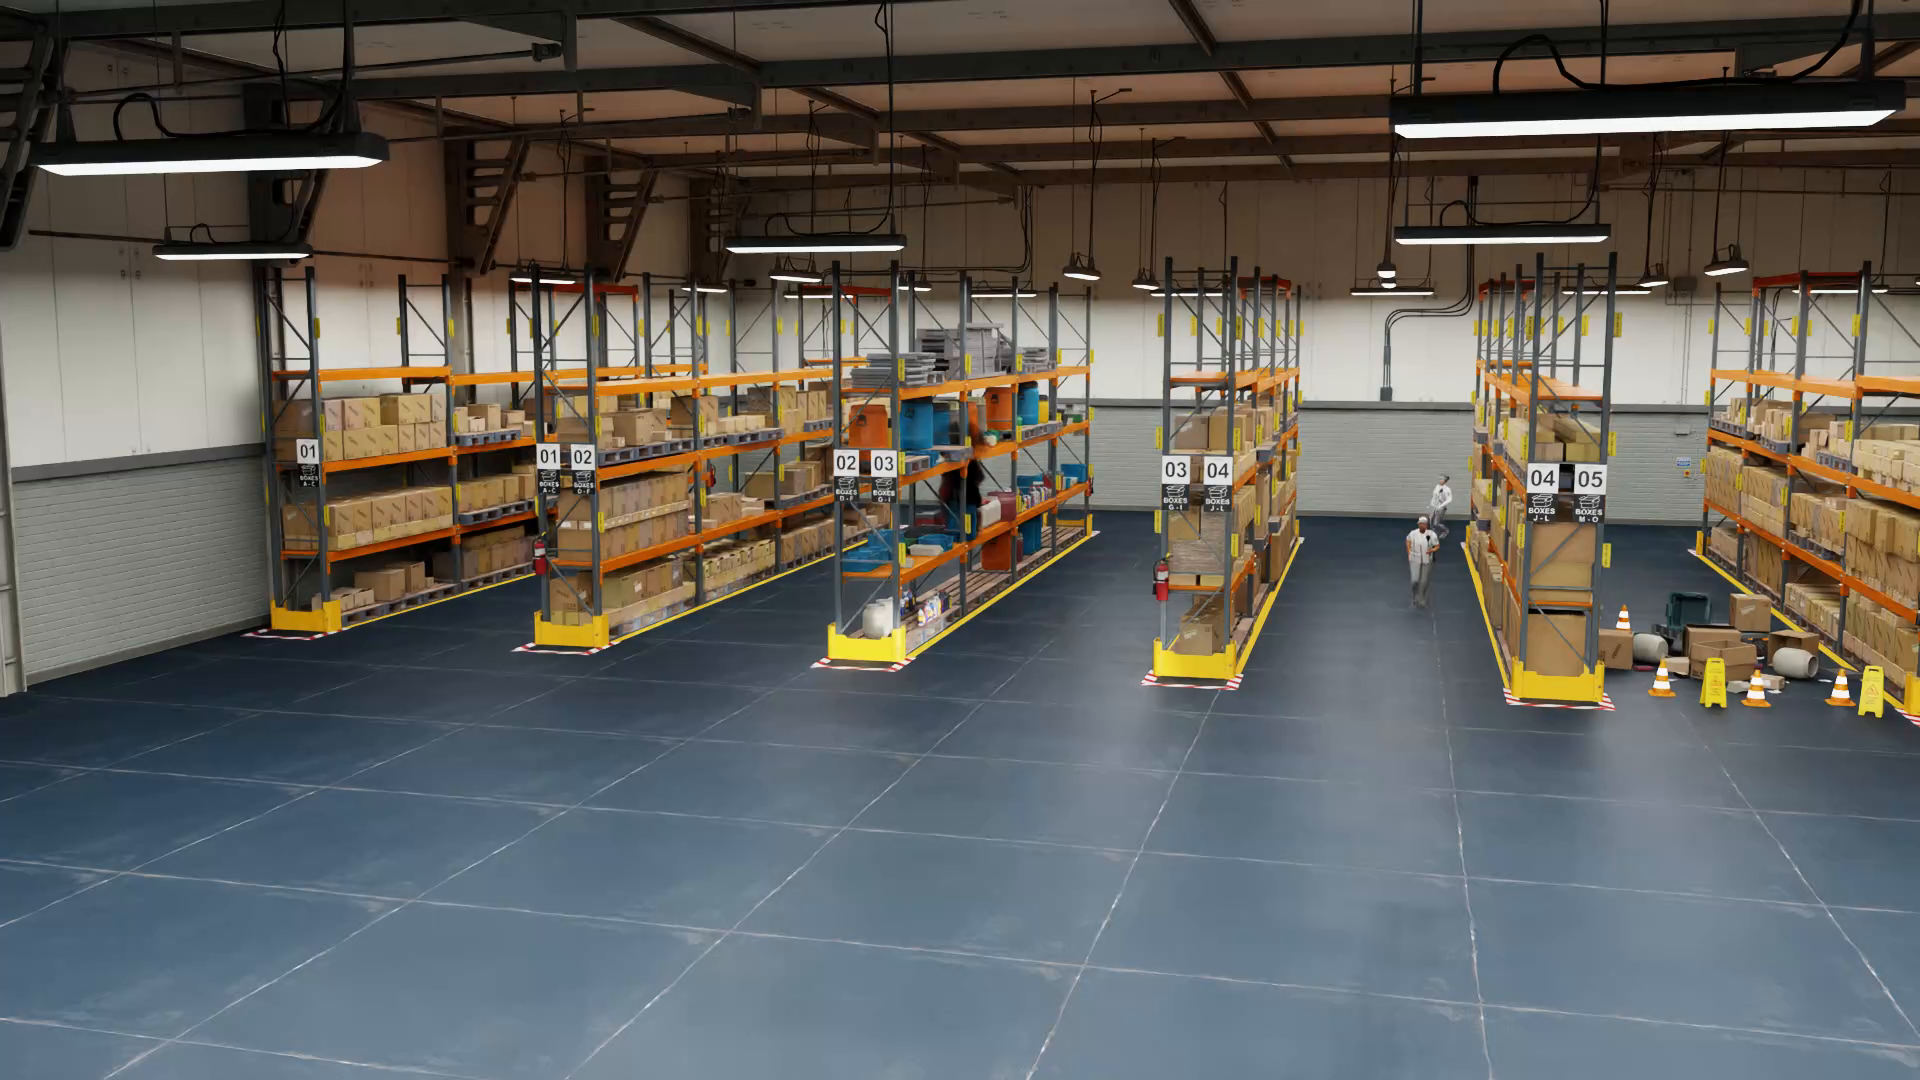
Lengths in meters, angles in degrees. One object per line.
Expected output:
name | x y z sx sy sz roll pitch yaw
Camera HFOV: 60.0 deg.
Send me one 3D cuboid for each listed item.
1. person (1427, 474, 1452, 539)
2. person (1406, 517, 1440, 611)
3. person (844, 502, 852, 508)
person | 11.255 -0.733 38.897 0.620 1.663 0.645 -4 8 -26
person | 8.265 0.436 29.716 0.577 1.716 0.721 2 7 12
person | -3.048 -1.189 42.857 0.618 1.552 0.610 0 7 -2
